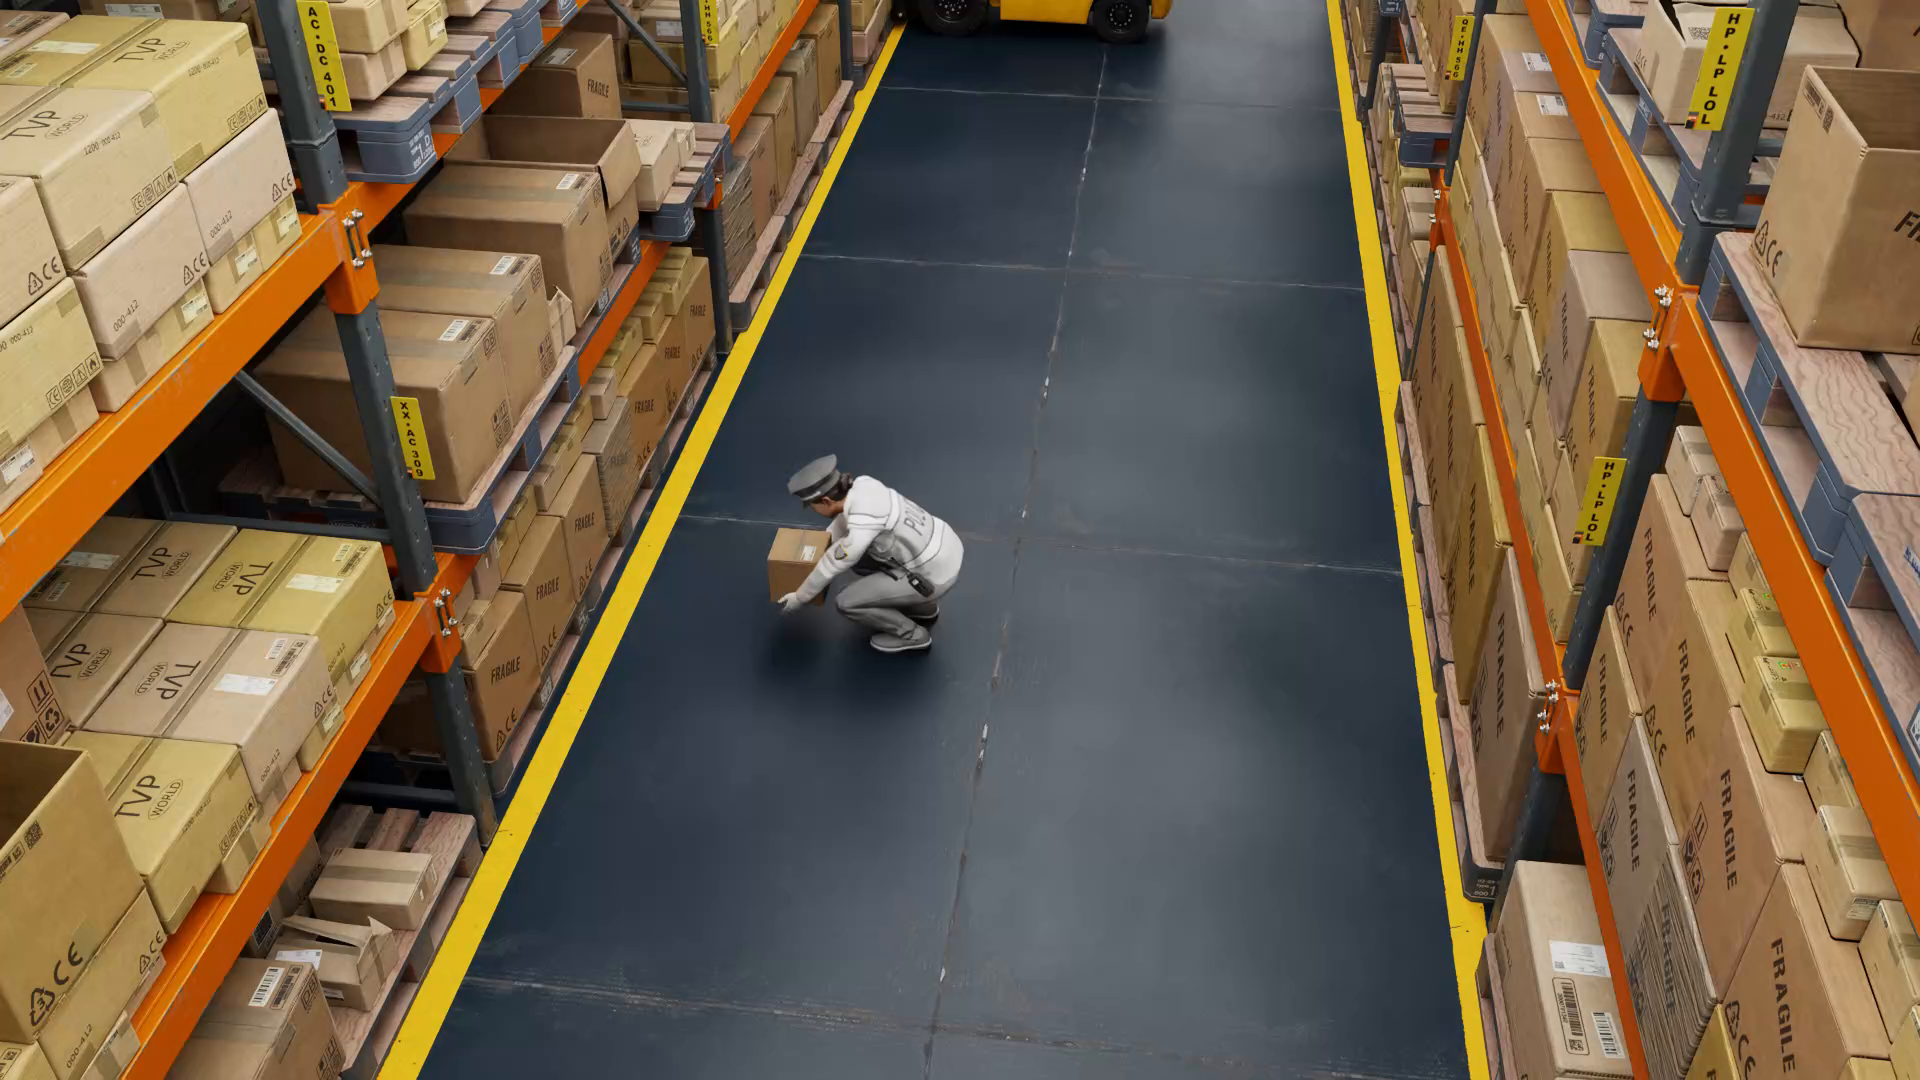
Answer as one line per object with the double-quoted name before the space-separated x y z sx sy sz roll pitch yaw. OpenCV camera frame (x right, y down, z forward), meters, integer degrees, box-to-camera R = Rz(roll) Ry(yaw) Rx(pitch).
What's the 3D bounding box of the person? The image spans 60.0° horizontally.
"person" 3.080 -1.739 8.942 7.261 2.202 5.544 4 37 6
